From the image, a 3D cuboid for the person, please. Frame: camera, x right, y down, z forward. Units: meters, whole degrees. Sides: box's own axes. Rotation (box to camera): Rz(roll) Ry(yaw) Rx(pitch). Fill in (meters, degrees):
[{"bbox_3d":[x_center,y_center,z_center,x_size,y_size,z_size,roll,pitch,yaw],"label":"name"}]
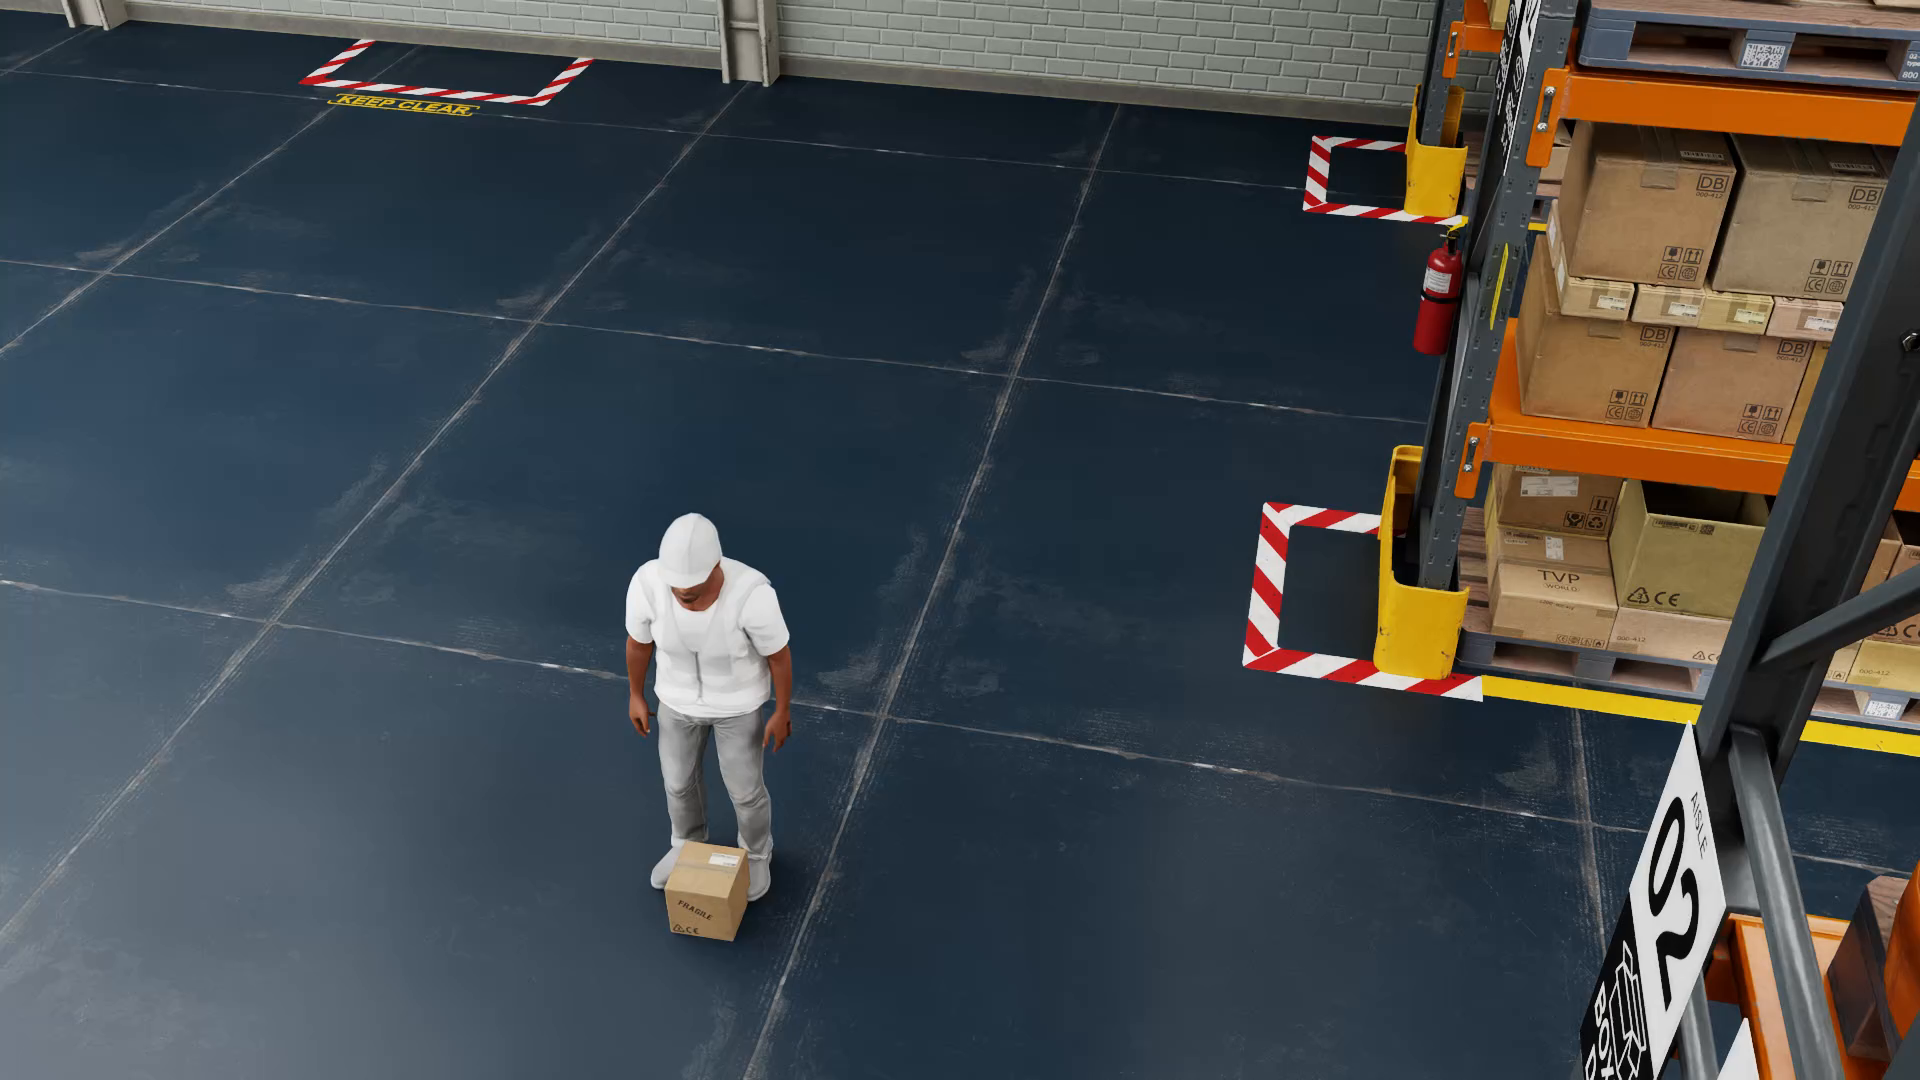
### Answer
[{"bbox_3d":[-0.924,0.606,6.129,0.623,1.759,0.462,6,37,8],"label":"person"}]
